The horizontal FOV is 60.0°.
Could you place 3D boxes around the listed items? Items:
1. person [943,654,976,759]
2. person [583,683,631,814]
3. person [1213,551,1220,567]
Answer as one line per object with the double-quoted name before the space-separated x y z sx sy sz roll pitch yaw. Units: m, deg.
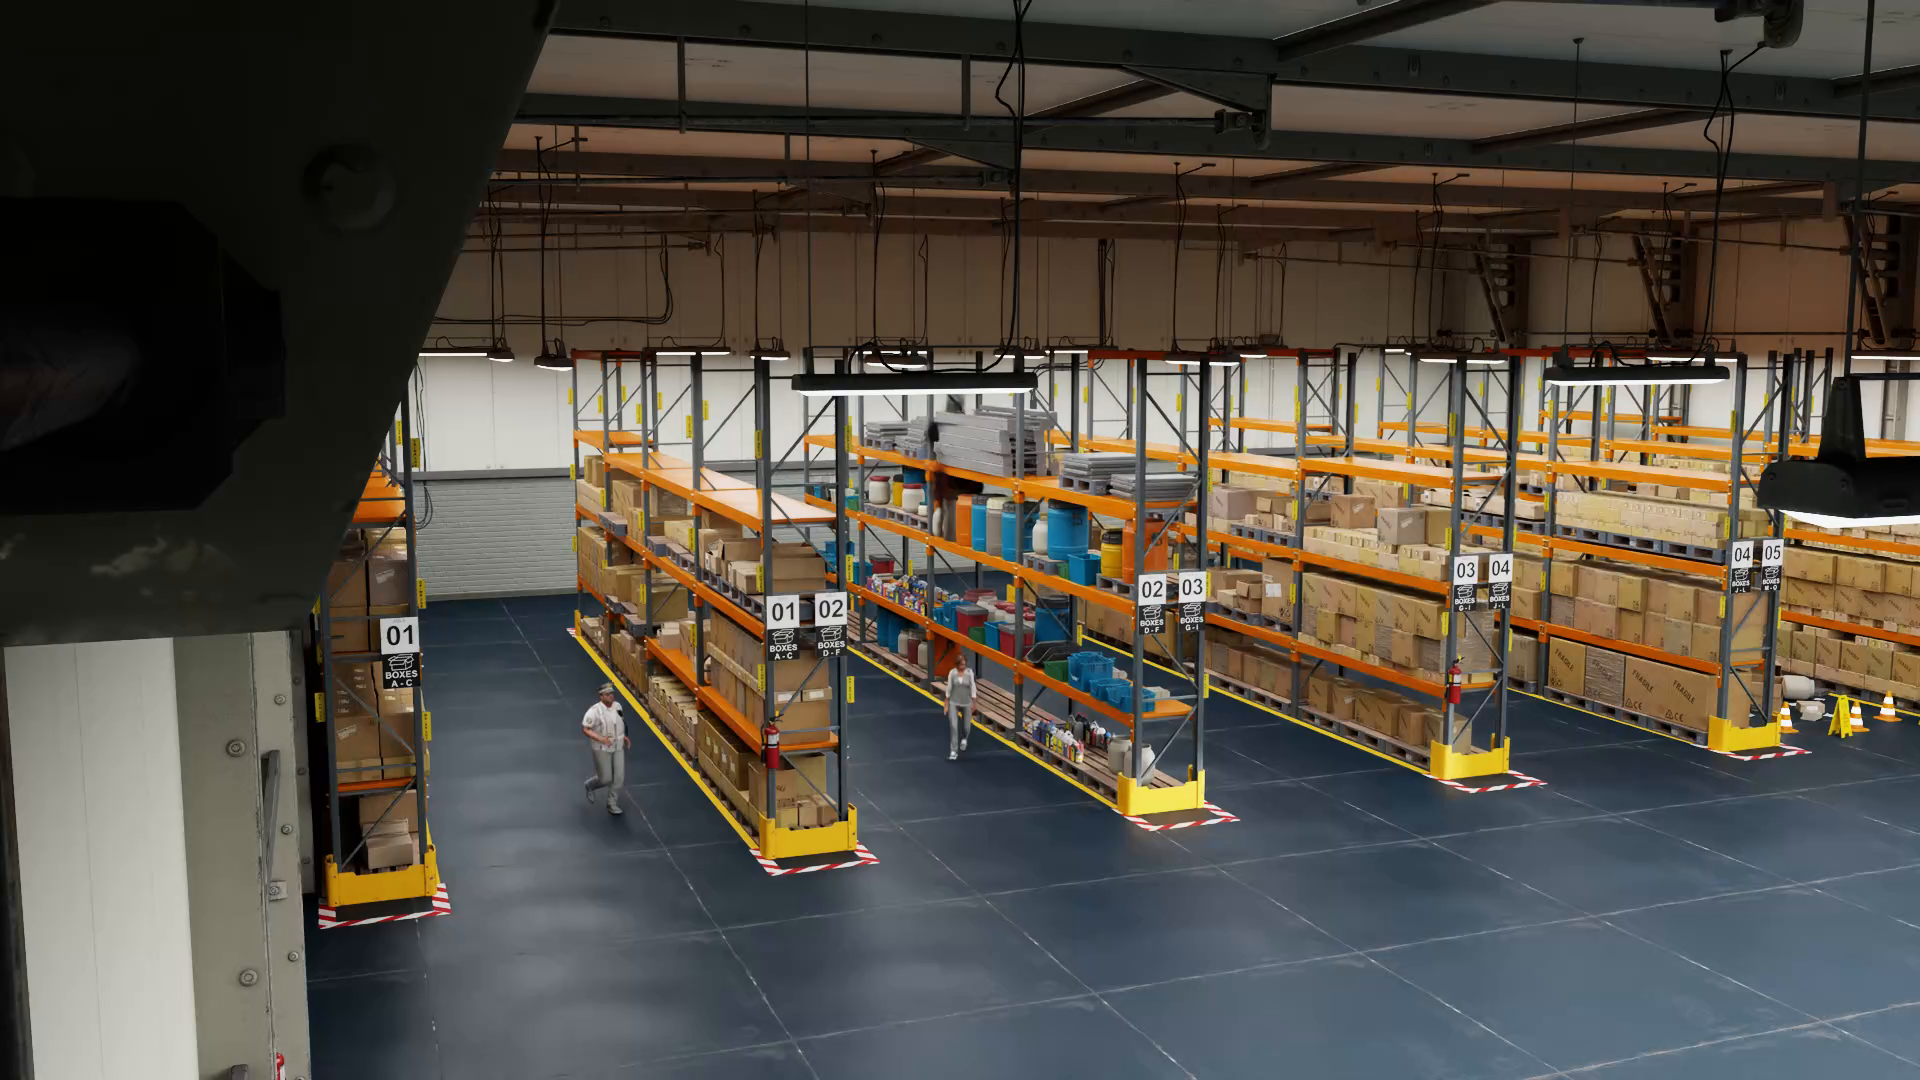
"person" 0.000 2.453 24.831 0.497 1.569 0.590 0 7 1
"person" -4.691 2.732 22.047 0.680 1.741 0.658 7 10 43
"person" 6.601 0.350 41.392 0.666 1.716 0.740 1 7 10
